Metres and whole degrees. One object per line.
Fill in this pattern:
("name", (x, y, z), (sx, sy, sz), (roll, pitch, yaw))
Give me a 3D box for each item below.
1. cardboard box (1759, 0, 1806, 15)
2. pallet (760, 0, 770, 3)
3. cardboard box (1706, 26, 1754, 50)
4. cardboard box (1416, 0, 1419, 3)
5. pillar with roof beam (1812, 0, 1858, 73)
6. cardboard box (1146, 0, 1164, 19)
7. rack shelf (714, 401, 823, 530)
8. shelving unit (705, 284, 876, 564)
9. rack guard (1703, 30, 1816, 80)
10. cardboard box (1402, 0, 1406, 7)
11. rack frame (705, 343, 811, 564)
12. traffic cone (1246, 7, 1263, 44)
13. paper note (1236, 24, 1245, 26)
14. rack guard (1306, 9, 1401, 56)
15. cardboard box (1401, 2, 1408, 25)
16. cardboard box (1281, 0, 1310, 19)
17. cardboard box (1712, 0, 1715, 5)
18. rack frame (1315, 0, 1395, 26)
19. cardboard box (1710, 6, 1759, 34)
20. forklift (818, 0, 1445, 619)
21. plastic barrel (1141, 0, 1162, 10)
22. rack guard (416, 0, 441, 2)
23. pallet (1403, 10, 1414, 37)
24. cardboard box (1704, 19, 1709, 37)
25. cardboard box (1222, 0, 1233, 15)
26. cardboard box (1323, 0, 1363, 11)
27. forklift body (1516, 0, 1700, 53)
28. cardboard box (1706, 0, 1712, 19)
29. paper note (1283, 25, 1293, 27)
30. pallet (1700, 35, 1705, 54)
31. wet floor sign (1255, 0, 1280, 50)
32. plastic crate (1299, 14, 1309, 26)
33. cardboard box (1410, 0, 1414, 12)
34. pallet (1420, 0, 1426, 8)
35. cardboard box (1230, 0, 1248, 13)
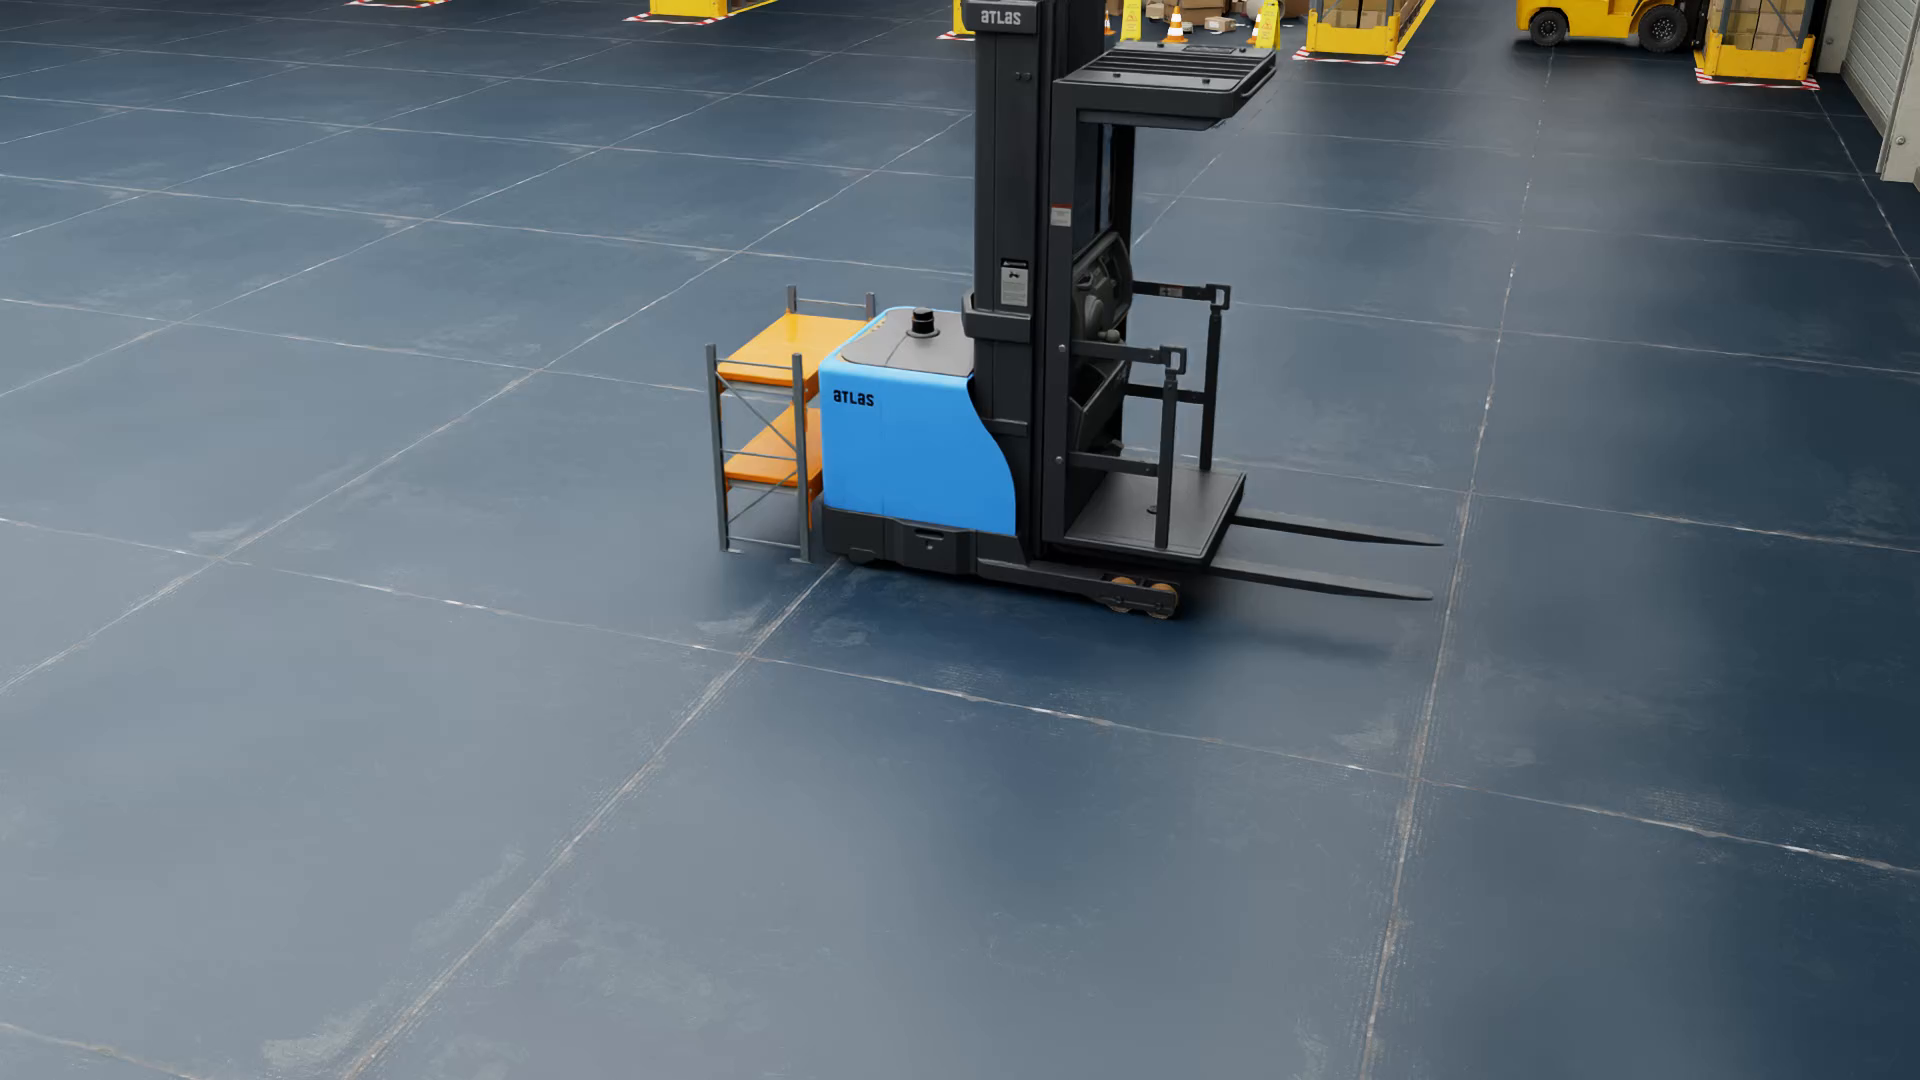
("cardboard box", (10.228, -6.713, 20.700), (0.500, 0.250, 0.500), (8, 27, 17))
("pallet", (-3.401, -8.902, 26.893), (1.003, 0.211, 1.213), (9, 27, 17))
("cardboard box", (9.748, -6.332, 21.060), (0.500, 0.250, 0.500), (9, 27, 18))
("cardboard box", (6.595, -8.173, 24.862), (0.500, 0.250, 0.500), (10, 28, 20))
("pillar with roof beam", (6.911, -10.622, 20.362), (9.100, 9.000, 0.400), (9, 27, 17))
("cardboard box", (3.002, -7.976, 24.919), (0.396, 0.266, 0.258), (14, 29, 26))
("rack shelf", (-0.851, -0.414, 8.876), (0.538, 0.278, 1.000), (8, 27, 16))
("shelving unit", (-0.851, -0.634, 8.769), (0.538, 1.125, 1.048), (8, 27, 16))
("rack guard", (9.881, -6.007, 20.583), (1.175, 0.500, 0.348), (9, 27, 17))
("cardboard box", (5.914, -7.666, 22.954), (0.500, 0.500, 0.500), (8, 27, 16))
("rack frame", (-1.005, -0.423, 8.333), (0.500, 1.125, 0.032), (8, 27, 16))
("traffic cone", (4.134, -7.082, 22.846), (0.336, 0.463, 0.334), (9, 27, 17))
("paper note", (4.069, -7.523, 24.266), (0.148, 0.019, 0.142), (20, 32, 35))
("rack guard", (5.232, -6.766, 22.151), (1.175, 0.500, 0.348), (9, 27, 17))
("cardboard box", (5.913, -7.312, 23.082), (0.500, 0.250, 0.500), (10, 27, 19))
("cardboard box", (4.899, -8.137, 24.979), (0.500, 0.500, 0.500), (-14, 29, -27))
("cardboard box", (9.913, -6.988, 21.268), (0.500, 0.250, 0.500), (9, 27, 18))
("rack frame", (5.207, -7.860, 21.542), (1.000, 3.000, 0.127), (9, 27, 17))
("cardboard box", (9.756, -6.564, 20.964), (0.500, 0.250, 0.500), (8, 27, 17))
("forklift", (0.866, -1.203, 7.872), (3.031, 2.935, 1.130), (9, 27, 18))
("plastic barrel", (2.906, -8.332, 25.473), (0.421, 0.421, 0.512), (-14, 29, -27))
("rack guard", (-8.828, -8.929, 26.617), (1.175, 0.500, 0.348), (9, 27, 17))
("pallet", (5.944, -7.465, 23.925), (1.003, 0.211, 1.213), (9, 27, 17))
("cardboard box", (10.097, -6.739, 21.901), (0.500, 0.250, 0.500), (9, 27, 18))
("cardboard box", (3.708, -8.272, 25.102), (0.797, 0.637, 0.503), (9, 27, 17))
("cardboard box", (5.228, -7.516, 22.644), (0.500, 0.500, 0.500), (9, 27, 18))
("forklift body", (8.800, -7.804, 22.399), (2.313, 2.155, 1.214), (9, 27, 17))
("cardboard box", (10.085, -6.983, 21.831), (0.500, 0.250, 0.500), (8, 27, 16))
("paper note", (4.773, -7.474, 24.150), (0.142, 0.019, 0.148), (0, 26, -1))
("pallet", (10.512, -6.707, 22.360), (1.003, 0.211, 1.213), (9, 27, 17))
("wet floor sign", (4.135, -6.878, 22.214), (0.267, 0.644, 0.232), (20, 32, 35))
("plastic crate", (5.243, -7.664, 24.486), (0.402, 0.080, 0.583), (0, 26, -1))
("cardboard box", (6.254, -7.745, 23.977), (0.500, 0.250, 0.500), (9, 27, 18))
("pallet", (6.796, -8.569, 26.206), (1.003, 0.211, 1.213), (9, 27, 17))
("cardboard box", (4.243, -8.250, 25.484), (0.258, 0.266, 0.396), (-9, 27, -18))
